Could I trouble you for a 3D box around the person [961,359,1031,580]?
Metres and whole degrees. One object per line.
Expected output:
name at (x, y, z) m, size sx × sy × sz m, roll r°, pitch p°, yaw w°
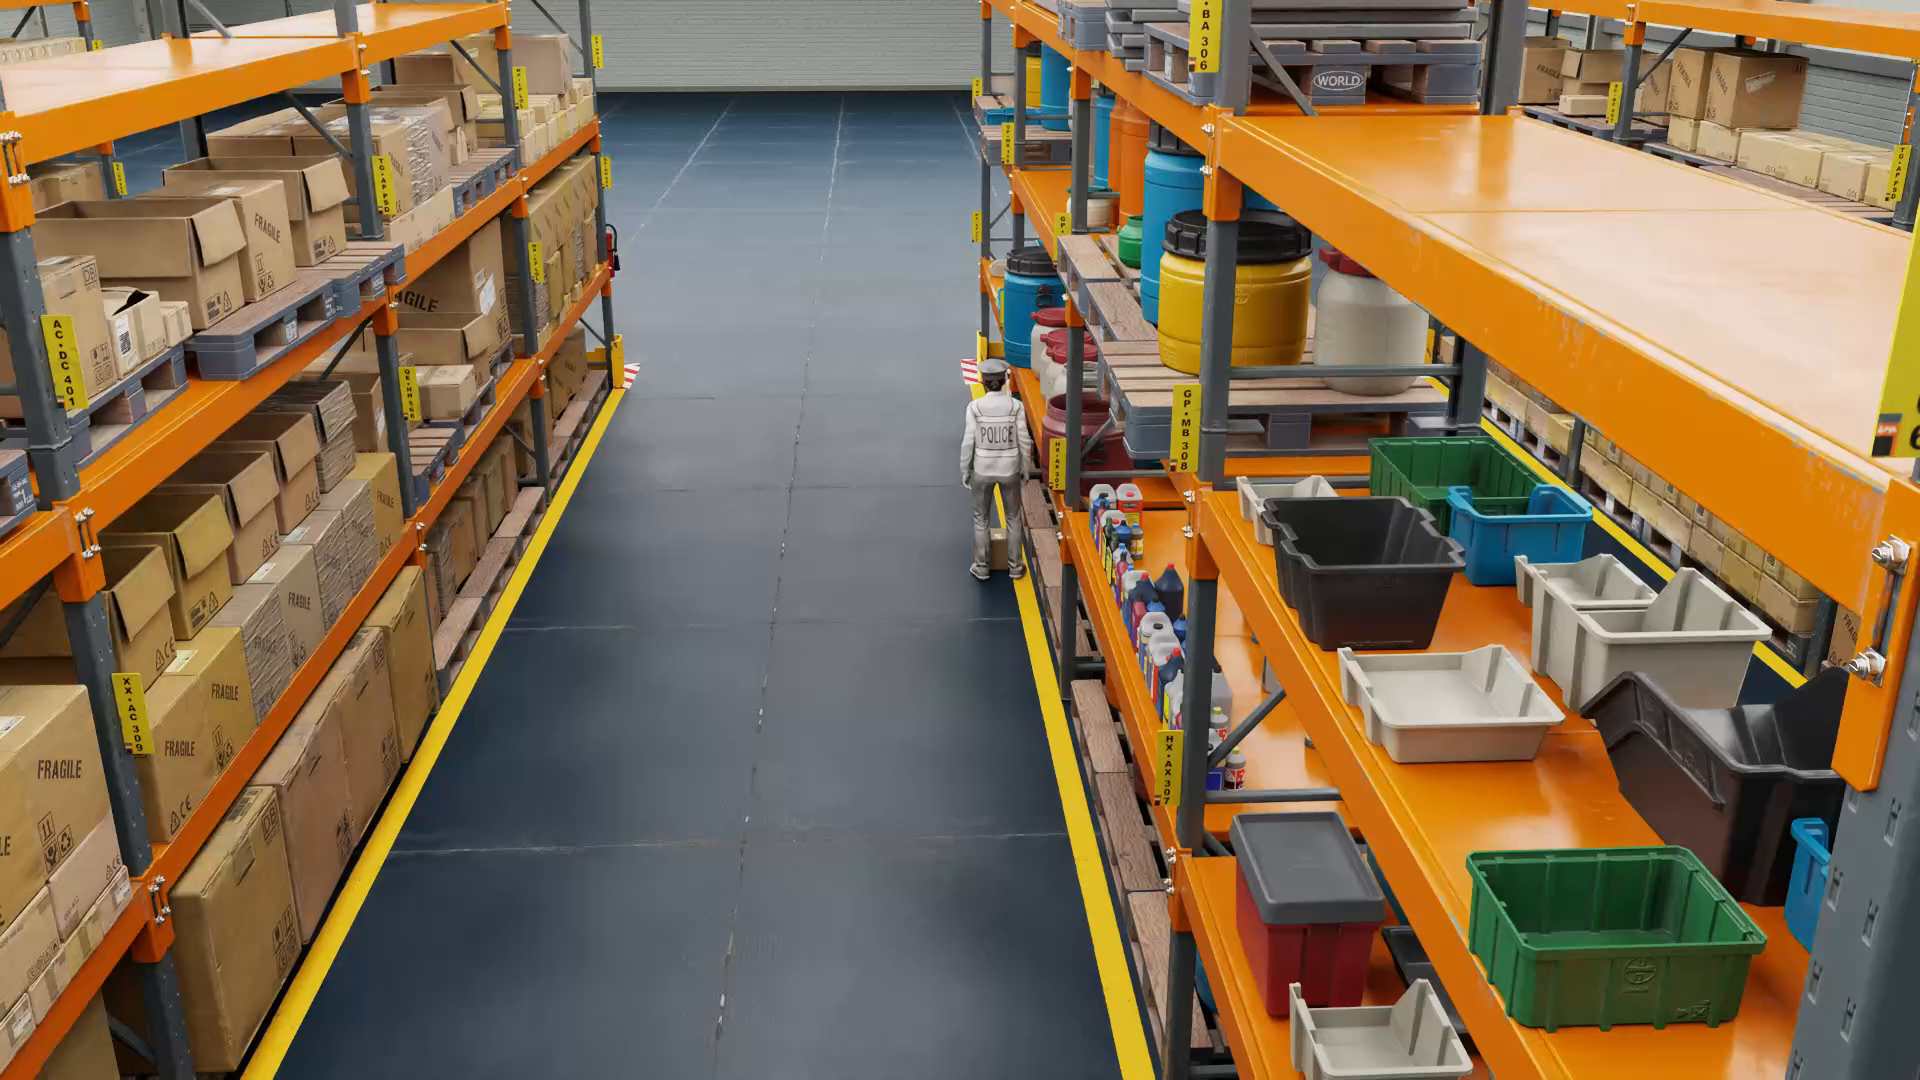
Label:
person at (0.268, -0.506, 12.425) m, size 0.526 × 1.663 × 0.375 m, roll -1°, pitch 21°, yaw -3°
